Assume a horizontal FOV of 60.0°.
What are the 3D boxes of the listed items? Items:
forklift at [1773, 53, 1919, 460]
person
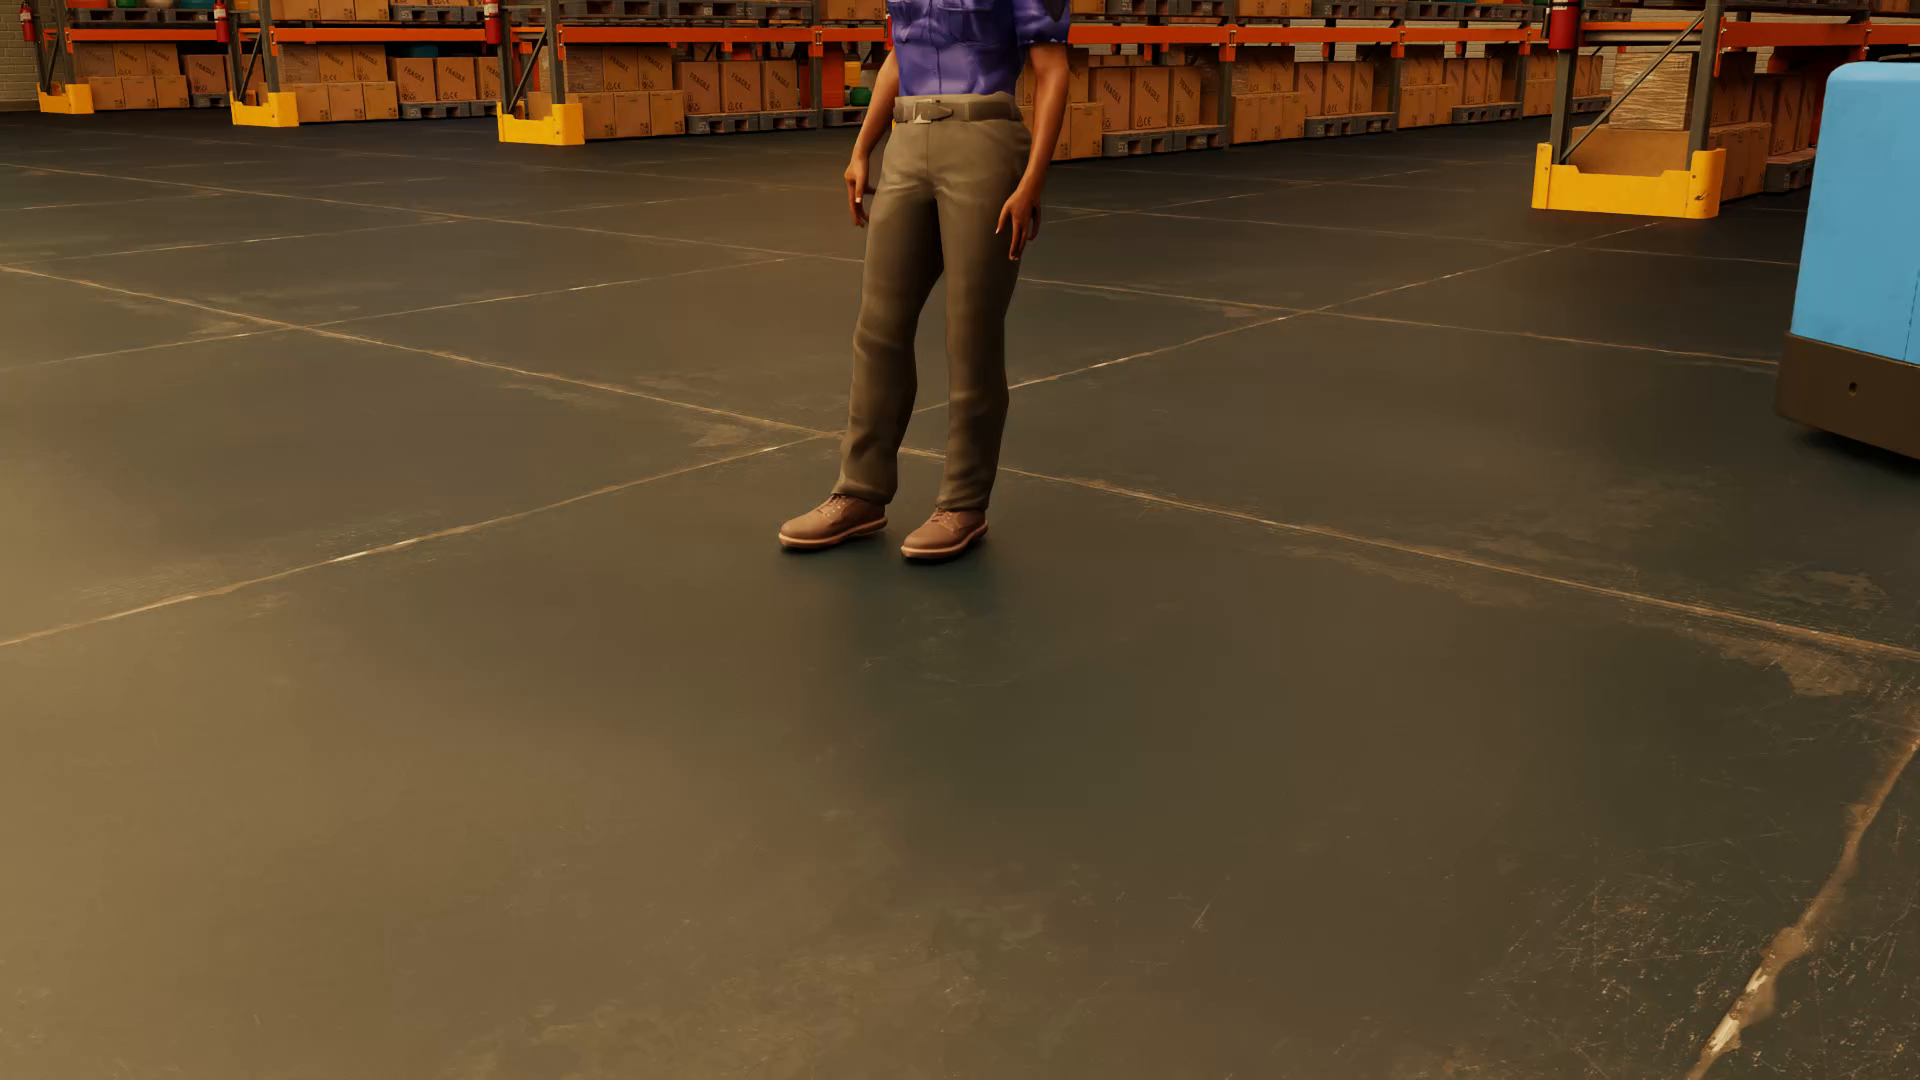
[{"bbox_3d":[3.982,-1.673,4.406,3.031,2.935,1.130,-4,17,-12],"label":"forklift"},{"bbox_3d":[-0.071,-0.782,3.647,0.570,1.654,0.504,13,21,37],"label":"person"}]
